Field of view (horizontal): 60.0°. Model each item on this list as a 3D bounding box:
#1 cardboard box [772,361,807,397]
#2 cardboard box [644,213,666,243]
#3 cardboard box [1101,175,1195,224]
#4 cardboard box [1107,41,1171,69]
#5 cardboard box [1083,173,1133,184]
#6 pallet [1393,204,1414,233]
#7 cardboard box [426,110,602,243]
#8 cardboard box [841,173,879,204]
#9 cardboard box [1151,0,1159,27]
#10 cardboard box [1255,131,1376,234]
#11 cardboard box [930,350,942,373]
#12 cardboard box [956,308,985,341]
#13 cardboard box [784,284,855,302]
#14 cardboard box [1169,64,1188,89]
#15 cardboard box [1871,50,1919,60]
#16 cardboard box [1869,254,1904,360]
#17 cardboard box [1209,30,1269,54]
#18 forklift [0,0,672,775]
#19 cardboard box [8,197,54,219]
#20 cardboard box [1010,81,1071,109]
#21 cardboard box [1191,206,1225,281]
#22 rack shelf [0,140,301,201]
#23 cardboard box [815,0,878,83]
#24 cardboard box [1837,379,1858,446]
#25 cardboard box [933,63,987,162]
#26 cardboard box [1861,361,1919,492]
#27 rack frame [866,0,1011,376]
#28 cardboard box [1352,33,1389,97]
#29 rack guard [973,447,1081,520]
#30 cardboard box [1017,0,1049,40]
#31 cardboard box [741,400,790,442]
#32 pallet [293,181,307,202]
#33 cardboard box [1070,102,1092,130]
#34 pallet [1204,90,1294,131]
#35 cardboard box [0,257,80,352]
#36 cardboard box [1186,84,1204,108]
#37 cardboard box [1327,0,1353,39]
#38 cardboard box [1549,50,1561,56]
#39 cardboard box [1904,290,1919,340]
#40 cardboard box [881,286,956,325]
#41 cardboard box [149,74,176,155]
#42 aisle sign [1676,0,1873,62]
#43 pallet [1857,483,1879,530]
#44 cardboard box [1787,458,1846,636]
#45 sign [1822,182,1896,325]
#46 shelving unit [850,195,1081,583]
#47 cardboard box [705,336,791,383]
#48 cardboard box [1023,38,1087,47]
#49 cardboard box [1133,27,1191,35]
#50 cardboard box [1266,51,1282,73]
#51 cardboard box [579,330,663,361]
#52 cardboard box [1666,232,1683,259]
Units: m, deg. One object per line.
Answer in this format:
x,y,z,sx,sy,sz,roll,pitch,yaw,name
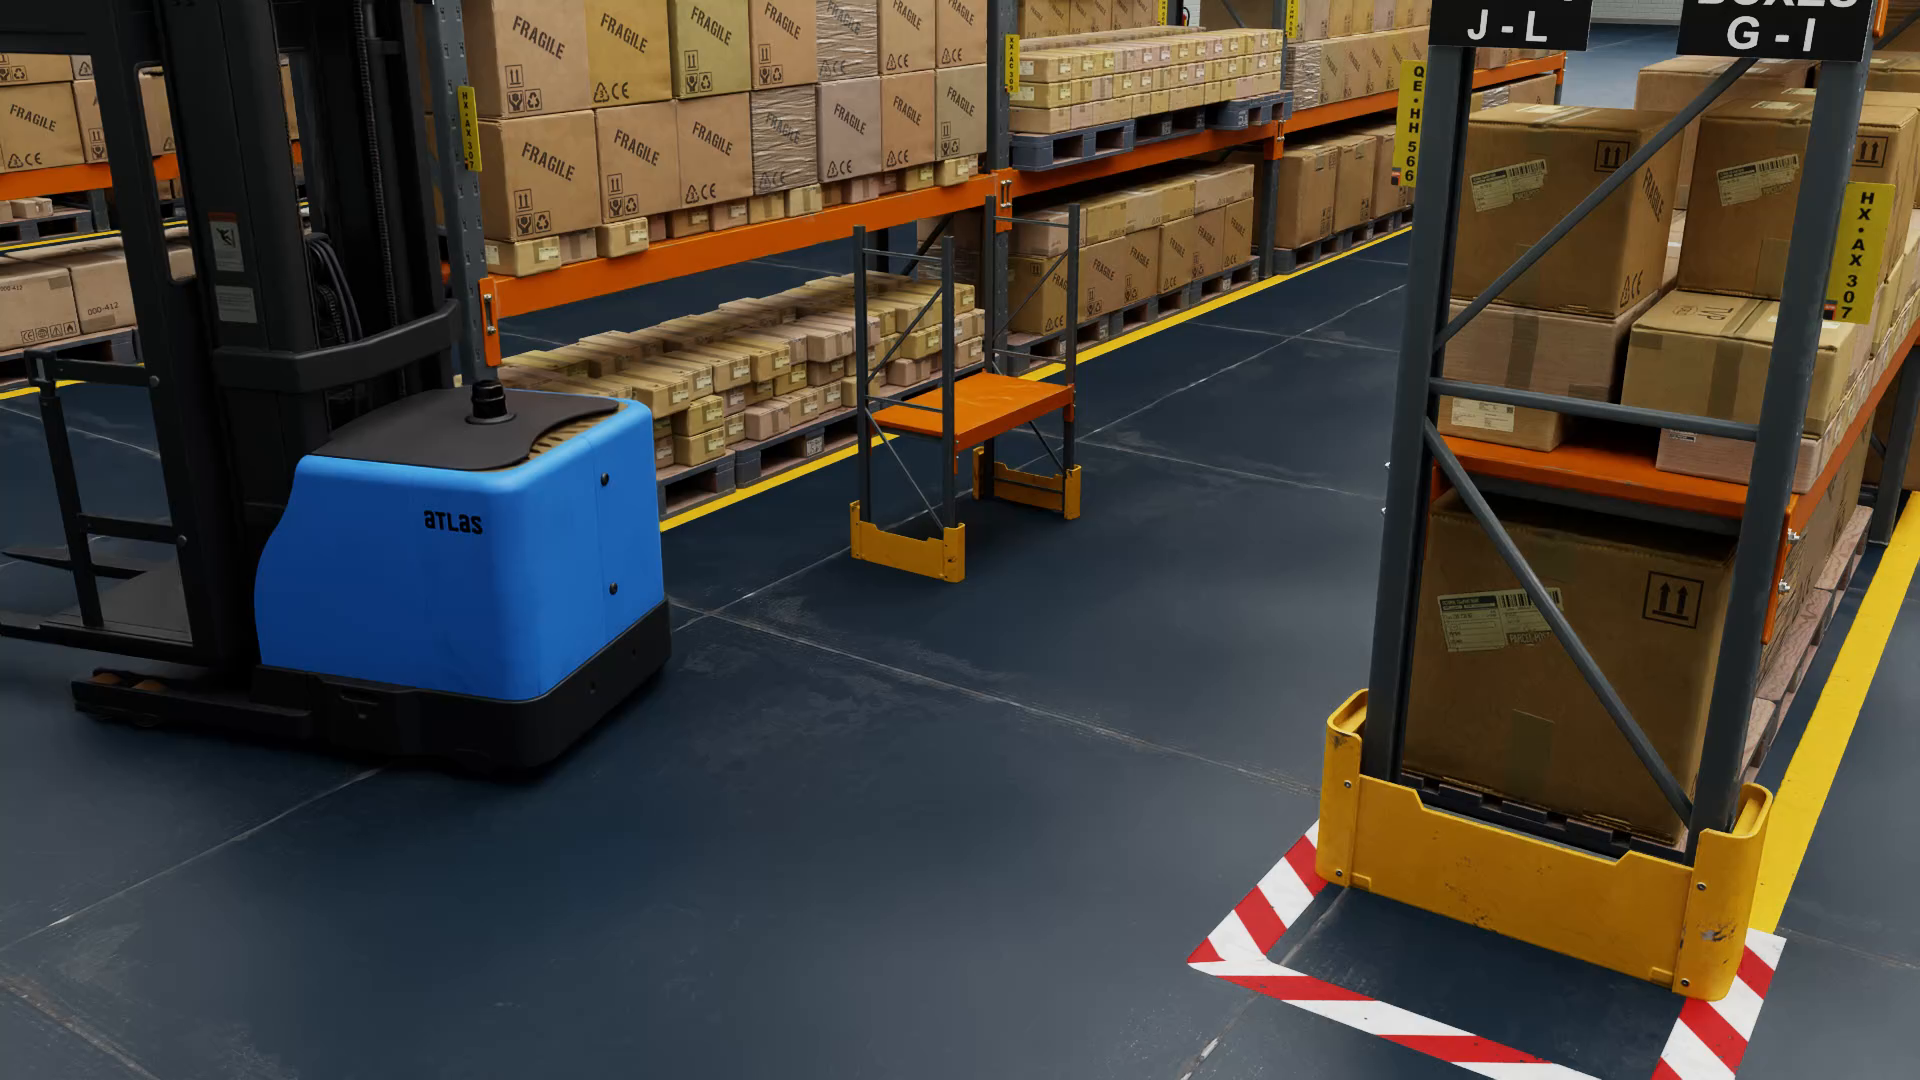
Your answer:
-1.045,-0.896,8.939,0.380,0.149,0.250,15,25,34,cardboard box
-1.610,-1.493,7.839,0.380,0.149,0.250,15,25,34,cardboard box
1.356,-2.467,12.028,0.500,0.250,0.500,14,24,33,cardboard box
1.177,-3.233,11.081,0.380,0.149,0.250,14,25,34,cardboard box
0.936,-2.569,12.302,0.500,0.250,0.500,13,24,32,cardboard box
3.975,-3.232,16.198,1.003,0.211,1.213,13,24,32,pallet
-1.919,-1.594,7.178,0.500,0.500,0.500,15,25,34,cardboard box
-0.666,-1.922,8.999,0.380,0.149,0.250,12,23,30,cardboard box
2.367,-6.837,21.351,0.500,0.500,0.500,13,24,31,cardboard box
3.003,-3.179,14.672,1.050,0.750,0.750,14,24,33,cardboard box
-0.305,-1.103,9.927,0.380,0.149,0.250,14,25,33,cardboard box
-0.065,-1.327,10.105,0.380,0.149,0.250,14,24,33,cardboard box
-0.821,-1.411,9.903,0.380,0.149,0.250,13,24,31,cardboard box
1.328,-3.171,11.343,0.380,0.149,0.250,13,24,31,cardboard box
3.857,-1.721,6.800,0.500,0.500,0.500,14,25,33,cardboard box
2.711,-0.785,5.350,0.500,0.250,0.500,12,24,30,cardboard box
2.058,-3.685,12.301,0.380,0.149,0.250,13,24,31,cardboard box
-2.678,-0.871,5.895,3.031,2.935,1.130,6,21,16,forklift
-8.479,-3.026,15.127,0.380,0.149,0.250,12,24,30,cardboard box
0.451,-2.722,10.129,0.380,0.149,0.250,14,24,33,cardboard box
1.649,-2.265,12.561,0.500,0.500,0.500,14,25,34,cardboard box
-5.426,-2.505,11.252,1.077,0.370,4.000,13,24,32,rack shelf
-0.777,-2.655,8.604,0.500,0.500,0.500,14,24,33,cardboard box
2.405,-0.403,4.894,0.380,0.149,0.250,13,24,31,cardboard box
-0.189,-2.473,9.554,0.500,0.500,0.500,13,24,32,cardboard box
4.237,-0.872,8.256,1.225,0.875,0.875,13,24,32,cardboard box
-0.151,-2.480,10.147,1.000,3.000,0.127,13,24,32,rack frame
3.422,-4.185,14.610,0.500,0.500,0.500,13,24,31,cardboard box
0.323,-0.282,8.167,0.587,0.250,0.087,13,24,32,rack guard
0.673,-5.970,19.009,0.500,0.500,0.500,13,24,32,cardboard box
-1.116,-0.642,8.682,0.380,0.149,0.250,12,23,29,cardboard box
-7.298,-3.668,17.377,1.003,0.211,1.213,13,24,32,pallet
0.602,-2.663,10.399,0.380,0.149,0.250,14,24,33,cardboard box
1.785,-3.313,12.674,1.213,0.211,1.003,13,24,32,pallet
-6.262,-1.473,10.512,0.875,0.438,0.875,12,24,30,cardboard box
1.475,-3.109,11.603,0.380,0.149,0.250,14,25,33,cardboard box
2.928,-4.564,14.194,0.700,0.500,0.500,13,24,31,cardboard box
6.423,-5.878,19.117,0.875,0.550,0.550,13,24,32,cardboard box
3.272,-0.846,6.091,0.380,0.149,0.250,13,24,31,cardboard box
-0.247,-1.385,9.833,0.380,0.149,0.250,14,24,32,cardboard box
-5.213,-2.838,10.968,0.500,0.500,0.500,14,25,34,cardboard box
1.853,-1.476,3.686,0.394,0.787,0.004,13,24,32,aisle sign
4.266,-0.412,8.575,1.003,0.211,1.213,13,24,32,pallet
2.951,-0.252,6.581,0.875,0.875,0.875,13,24,32,cardboard box
2.101,-0.670,3.889,0.100,0.325,0.005,13,24,32,sign
0.043,-0.725,7.564,0.587,1.500,1.083,13,24,32,shelving unit
-1.101,-0.937,8.621,0.380,0.149,0.250,14,24,33,cardboard box
0.646,-3.366,11.439,0.380,0.149,0.250,12,23,29,cardboard box
1.528,-3.814,12.651,0.380,0.149,0.250,13,24,30,cardboard box
2.196,-3.616,12.545,0.380,0.149,0.250,14,24,33,cardboard box
-1.780,-0.983,8.744,0.380,0.149,0.250,14,25,34,cardboard box
2.270,-0.888,5.629,0.500,0.250,0.500,12,24,30,cardboard box
